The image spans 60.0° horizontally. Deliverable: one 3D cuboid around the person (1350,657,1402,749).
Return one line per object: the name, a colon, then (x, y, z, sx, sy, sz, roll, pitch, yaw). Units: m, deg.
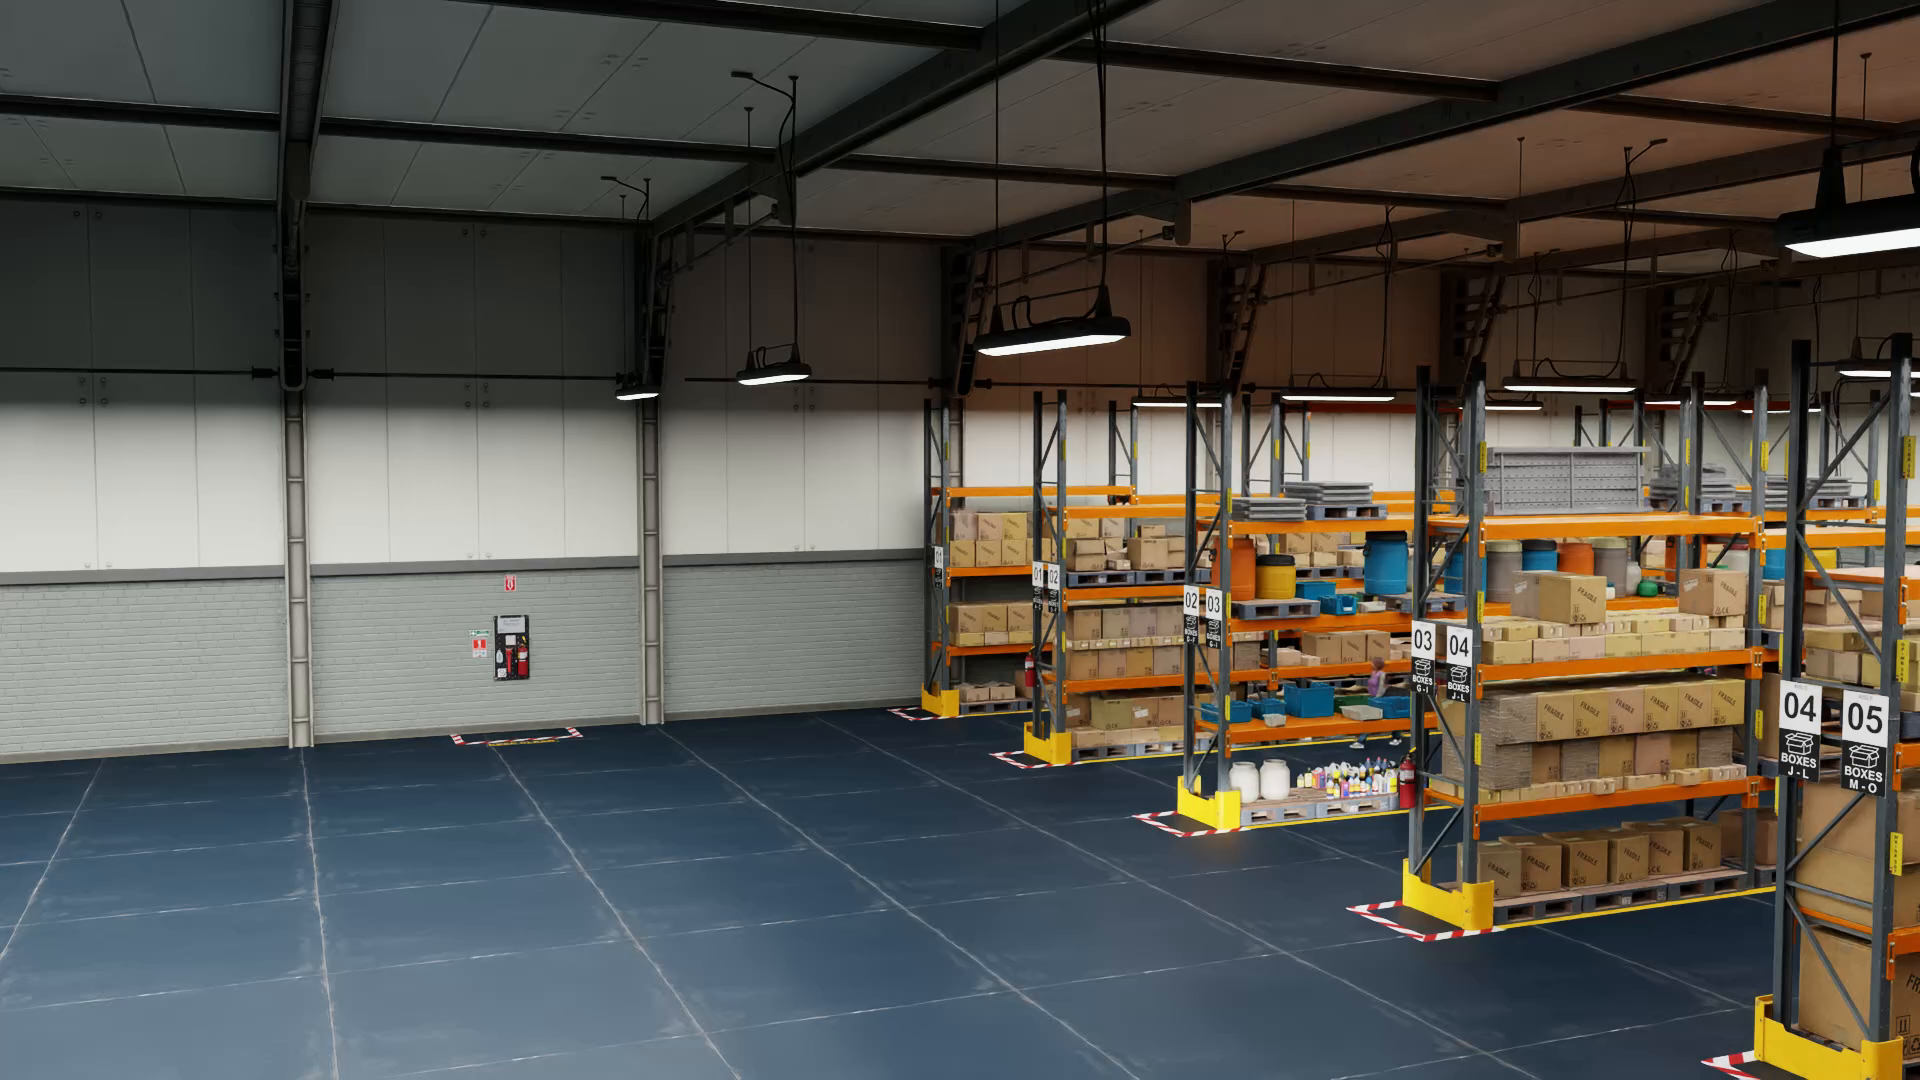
person: (6.998, 2.728, 27.890, 0.972, 1.538, 0.397, -1, 4, -24)

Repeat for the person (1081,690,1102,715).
person: (2.408, 2.591, 29.530, 0.645, 1.691, 0.754, -1, 3, -12)
